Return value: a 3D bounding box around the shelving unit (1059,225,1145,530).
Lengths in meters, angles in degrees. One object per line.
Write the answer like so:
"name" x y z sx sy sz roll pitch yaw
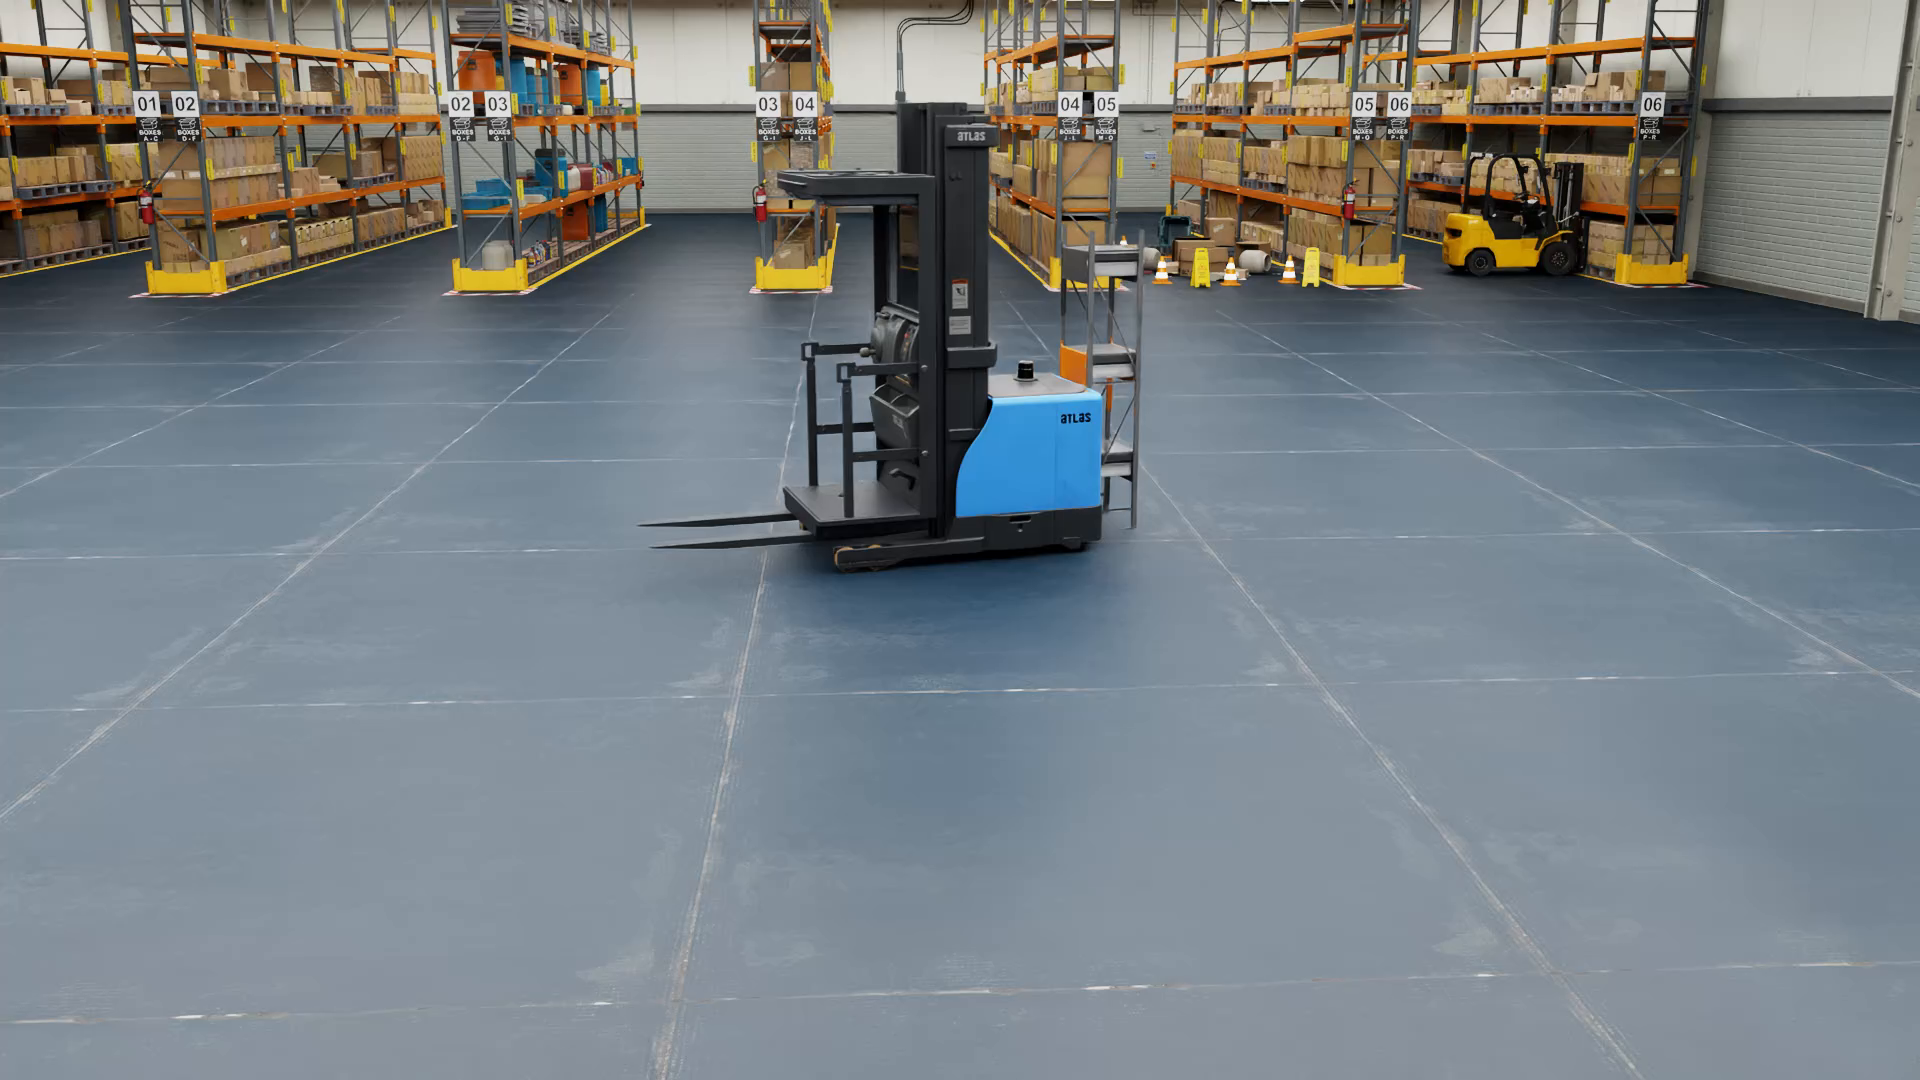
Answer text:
"shelving unit" 0.985 -1.141 11.747 0.431 2.100 0.503 -5 15 -18

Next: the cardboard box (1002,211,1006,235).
"cardboard box" 1.239 -7.156 37.493 0.500 0.500 0.500 -2 15 -6

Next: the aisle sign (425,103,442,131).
"aisle sign" -13.420 -10.810 42.304 0.394 0.787 0.004 -1 14 -3

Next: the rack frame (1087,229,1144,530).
"rack frame" 1.065 -1.083 11.523 0.400 2.100 0.015 -5 15 -18

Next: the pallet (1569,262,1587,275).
"pallet" 11.840 -5.075 30.825 1.003 0.211 1.213 -1 14 -3

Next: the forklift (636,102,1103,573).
"forklift" -0.613 -1.355 10.910 3.031 2.935 1.130 -5 15 -18

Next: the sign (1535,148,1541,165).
"sign" 11.213 -7.439 32.255 0.100 0.325 0.005 -1 14 -3

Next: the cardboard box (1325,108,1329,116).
"cardboard box" 6.695 -7.589 29.488 0.380 0.149 0.250 -1 14 -5

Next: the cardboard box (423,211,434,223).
"cardboard box" -13.413 -8.043 41.400 0.500 0.250 0.500 -1 14 -3

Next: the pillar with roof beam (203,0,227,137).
"pillar with roof beam" -15.400 -13.082 44.311 9.100 9.000 0.400 -1 14 -3

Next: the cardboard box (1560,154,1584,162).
"cardboard box" 11.609 -7.223 31.481 0.380 0.149 0.250 -1 14 -4

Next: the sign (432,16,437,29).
"sign" -13.167 -12.967 41.673 0.100 0.325 0.005 -1 14 -3

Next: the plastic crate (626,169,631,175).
"plastic crate" -8.547 -9.306 42.085 0.396 0.136 0.243 -1 14 -3

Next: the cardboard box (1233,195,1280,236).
"cardboard box" 6.592 -7.192 36.881 0.875 0.875 0.875 -1 14 -4

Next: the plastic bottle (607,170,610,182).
"plastic bottle" -8.123 -8.404 38.403 0.061 0.283 0.133 -1 14 -3

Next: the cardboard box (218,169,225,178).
"cardboard box" -12.573 -6.141 27.873 0.380 0.149 0.250 -1 14 -3

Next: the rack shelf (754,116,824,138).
"rack shelf" -2.967 -7.304 29.318 1.077 0.370 4.000 -1 14 -3

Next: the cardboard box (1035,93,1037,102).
"cardboard box" 1.581 -8.109 30.464 0.380 0.149 0.250 -1 14 -4

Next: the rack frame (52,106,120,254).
"rack frame" -18.170 -7.462 34.510 1.000 3.000 0.127 -1 14 -3

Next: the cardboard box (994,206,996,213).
"cardboard box" 1.033 -7.996 40.269 0.380 0.149 0.250 -1 14 -3

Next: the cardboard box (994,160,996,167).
"cardboard box" 0.987 -8.665 38.250 0.380 0.149 0.250 -2 15 -6

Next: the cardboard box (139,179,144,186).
"cardboard box" -18.065 -7.817 36.353 0.380 0.149 0.250 -1 14 -3

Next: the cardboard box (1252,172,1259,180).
"cardboard box" 6.338 -7.634 34.840 0.380 0.149 0.250 -1 14 -3

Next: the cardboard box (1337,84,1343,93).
"cardboard box" 6.721 -7.780 28.628 0.380 0.149 0.250 -1 14 -4

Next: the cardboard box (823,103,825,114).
"cardboard box" -2.992 -8.709 33.637 0.500 0.250 0.500 0 14 -2

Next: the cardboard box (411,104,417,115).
"cardboard box" -13.314 -10.288 39.774 0.500 0.250 0.500 -1 14 -3

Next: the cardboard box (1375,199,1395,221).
"cardboard box" 10.901 -8.405 42.347 0.500 0.500 0.500 -1 14 -2

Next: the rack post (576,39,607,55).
"rack post" -8.278 -10.772 36.336 0.937 0.300 0.954 1 14 3

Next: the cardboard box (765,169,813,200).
"cardboard box" -2.850 -6.032 28.152 0.875 0.500 0.500 -1 14 -3

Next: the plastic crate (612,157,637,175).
"plastic crate" -8.571 -9.571 42.513 0.616 0.435 0.499 -1 14 -3

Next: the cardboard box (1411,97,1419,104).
"cardboard box" 10.861 -10.355 39.192 0.380 0.149 0.250 -1 14 -3

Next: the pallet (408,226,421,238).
"pallet" -13.516 -7.355 39.688 1.003 0.211 1.213 -1 14 -3

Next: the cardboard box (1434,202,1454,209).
"cardboard box" 11.204 -7.740 38.462 0.380 0.149 0.250 -1 14 -3

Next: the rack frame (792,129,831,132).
"rack frame" -3.834 -9.681 43.134 1.000 3.000 0.127 -1 14 -3

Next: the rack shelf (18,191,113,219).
"rack shelf" -18.046 -6.617 32.666 1.077 0.370 4.000 -1 14 -3

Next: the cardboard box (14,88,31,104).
"cardboard box" -17.914 -8.371 31.357 0.500 0.311 0.500 0 14 -2

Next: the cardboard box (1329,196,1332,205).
"cardboard box" 6.690 -5.949 29.130 0.380 0.149 0.250 -1 14 -4

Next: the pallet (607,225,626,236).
"pallet" -8.614 -7.442 40.026 1.003 0.211 1.213 -1 14 -3

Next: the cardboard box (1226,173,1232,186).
"cardboard box" 6.214 -8.021 36.981 0.500 0.250 0.500 -1 14 -2

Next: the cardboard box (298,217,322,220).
"cardboard box" -13.487 -6.548 34.507 0.500 0.311 0.500 0 14 -2

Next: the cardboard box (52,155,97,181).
"cardboard box" -18.131 -7.607 33.989 0.700 0.500 0.500 -3 15 -10

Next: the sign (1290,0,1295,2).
"sign" 6.247 -10.274 31.207 0.100 0.325 0.005 -1 14 -3

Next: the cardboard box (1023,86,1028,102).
"cardboard box" 1.538 -8.842 32.988 0.500 0.311 0.500 -1 14 -5

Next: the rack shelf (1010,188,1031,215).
"rack shelf" 1.742 -6.897 33.758 1.077 0.370 4.000 -1 14 -3

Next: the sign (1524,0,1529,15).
"sign" 12.060 -11.366 35.450 0.100 0.325 0.005 -1 14 -3

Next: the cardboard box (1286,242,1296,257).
"cardboard box" 6.567 -5.571 31.833 0.500 0.250 0.500 -2 15 -6

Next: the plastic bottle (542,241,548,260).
"plastic bottle" -7.695 -5.347 30.722 0.144 0.351 0.185 -2 15 -6

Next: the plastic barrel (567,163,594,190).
"plastic barrel" -7.951 -7.570 34.657 0.600 0.536 0.708 -1 14 -3

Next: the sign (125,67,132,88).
"sign" -13.273 -7.388 26.584 0.100 0.325 0.005 -1 14 -3

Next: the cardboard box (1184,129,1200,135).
"cardboard box" 5.868 -10.266 41.896 0.380 0.149 0.250 -1 14 -3

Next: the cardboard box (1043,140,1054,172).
"cardboard box" 1.941 -6.849 29.656 0.875 0.550 0.500 -1 14 -3

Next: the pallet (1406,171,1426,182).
"pallet" 11.199 -8.624 39.409 1.003 0.211 1.213 -1 14 -3

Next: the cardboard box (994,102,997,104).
"cardboard box" 1.088 -10.471 39.481 0.500 0.250 0.500 -2 15 -6

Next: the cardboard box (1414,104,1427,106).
"cardboard box" 10.979 -10.557 40.223 0.500 0.250 0.500 -1 14 -3

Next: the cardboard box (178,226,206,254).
"cardboard box" -13.137 -5.162 28.741 0.500 0.500 0.500 -1 14 -3

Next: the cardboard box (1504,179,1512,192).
"cardboard box" 11.425 -7.225 33.888 0.500 0.250 0.500 -1 14 -3

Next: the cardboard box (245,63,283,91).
"cardboard box" -12.977 -8.646 31.042 0.500 0.500 0.500 -1 14 -3
